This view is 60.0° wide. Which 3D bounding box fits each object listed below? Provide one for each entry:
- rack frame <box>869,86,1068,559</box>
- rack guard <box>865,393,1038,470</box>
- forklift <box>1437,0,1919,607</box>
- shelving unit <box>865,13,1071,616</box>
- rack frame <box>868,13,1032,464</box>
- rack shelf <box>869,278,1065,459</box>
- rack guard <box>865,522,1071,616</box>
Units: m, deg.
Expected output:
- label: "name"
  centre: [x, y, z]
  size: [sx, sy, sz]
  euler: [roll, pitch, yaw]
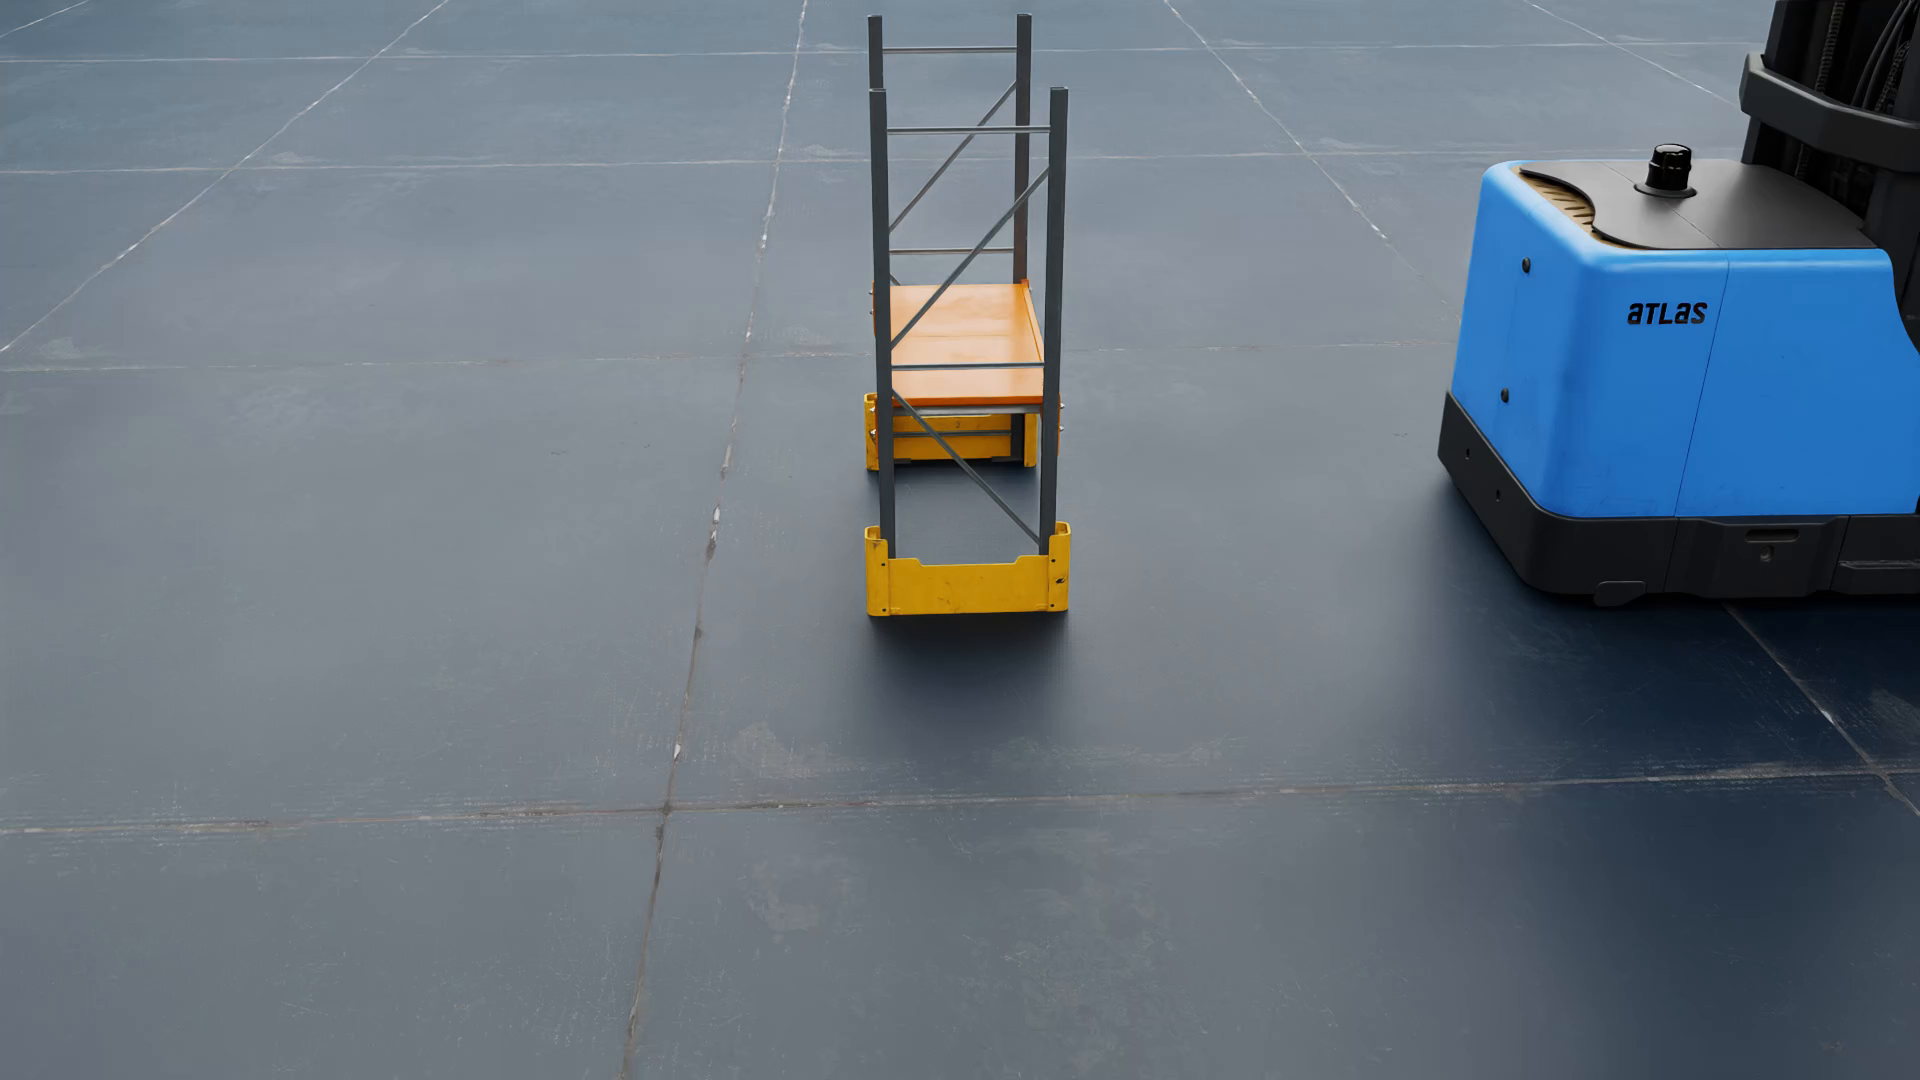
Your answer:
- label: "rack frame"
  centre: [0.022, -0.470, 4.529]
  size: [0.500, 1.500, 0.032]
  euler: [-1, 28, -3]
- label: "rack guard"
  centre: [-0.030, -0.376, 5.701]
  size: [0.587, 0.250, 0.087]
  euler: [-1, 28, -3]
- label: "forklift"
  centre: [3.146, -1.341, 4.653]
  size: [3.031, 2.935, 1.130]
  euler: [-1, 28, -2]
- label: "shelving unit"
  centre: [-0.004, -0.700, 4.971]
  size: [0.587, 1.500, 1.083]
  euler: [-1, 28, -3]
- label: "rack frame"
  centre: [-0.031, -0.939, 5.429]
  size: [0.500, 1.500, 0.032]
  euler: [-1, 28, -3]
- label: "rack shelf"
  centre: [-0.004, -0.545, 5.062]
  size: [0.538, 0.185, 1.000]
  euler: [-1, 28, -3]
- label: "rack guard"
  centre: [0.022, 0.084, 4.819]
  size: [0.587, 0.250, 0.087]
  euler: [-1, 28, -3]
